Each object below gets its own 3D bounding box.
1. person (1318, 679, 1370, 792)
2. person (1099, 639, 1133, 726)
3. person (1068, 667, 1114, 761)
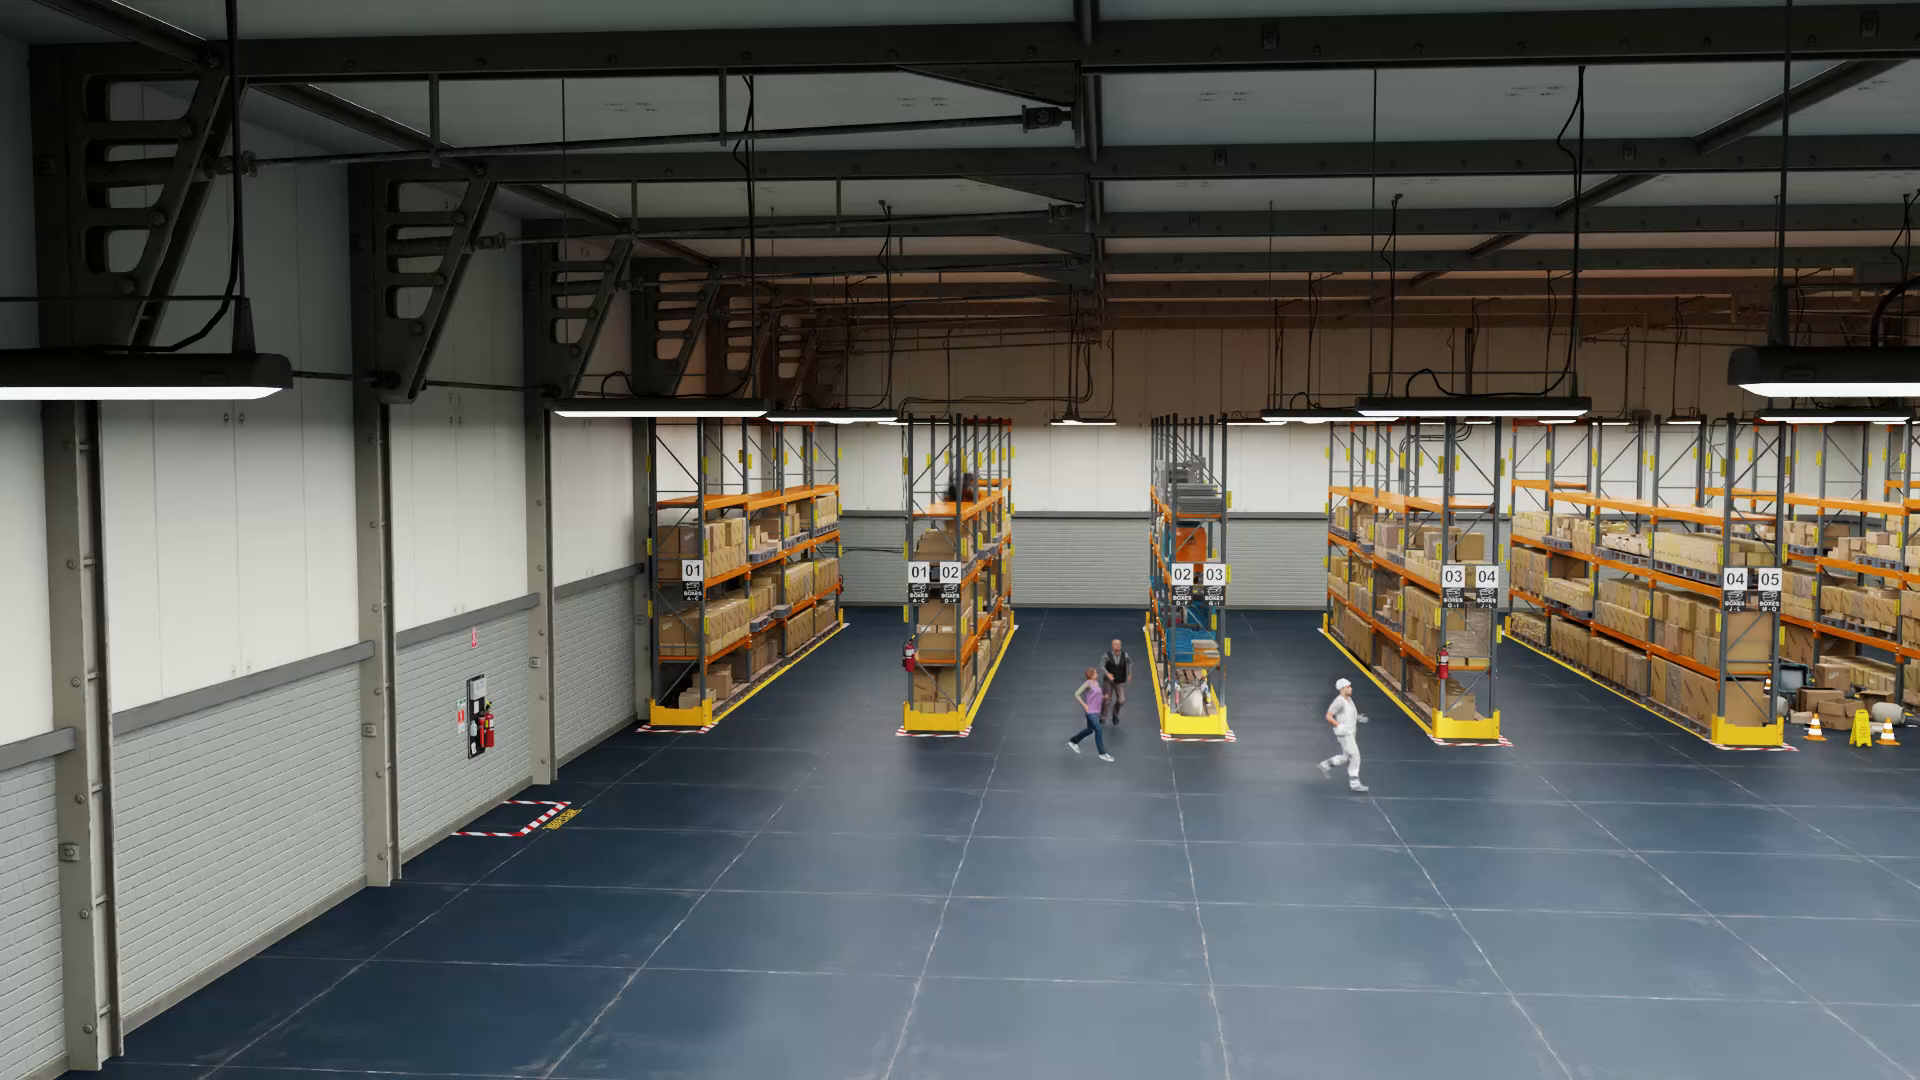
[{"bbox_3d":[6.068,3.072,26.308,0.876,1.761,0.669,2,4,31],"label":"person"},{"bbox_3d":[2.993,2.728,31.854,0.698,1.669,0.679,0,4,-5],"label":"person"},{"bbox_3d":[2.259,2.975,28.655,0.893,1.586,0.536,2,4,26],"label":"person"}]
